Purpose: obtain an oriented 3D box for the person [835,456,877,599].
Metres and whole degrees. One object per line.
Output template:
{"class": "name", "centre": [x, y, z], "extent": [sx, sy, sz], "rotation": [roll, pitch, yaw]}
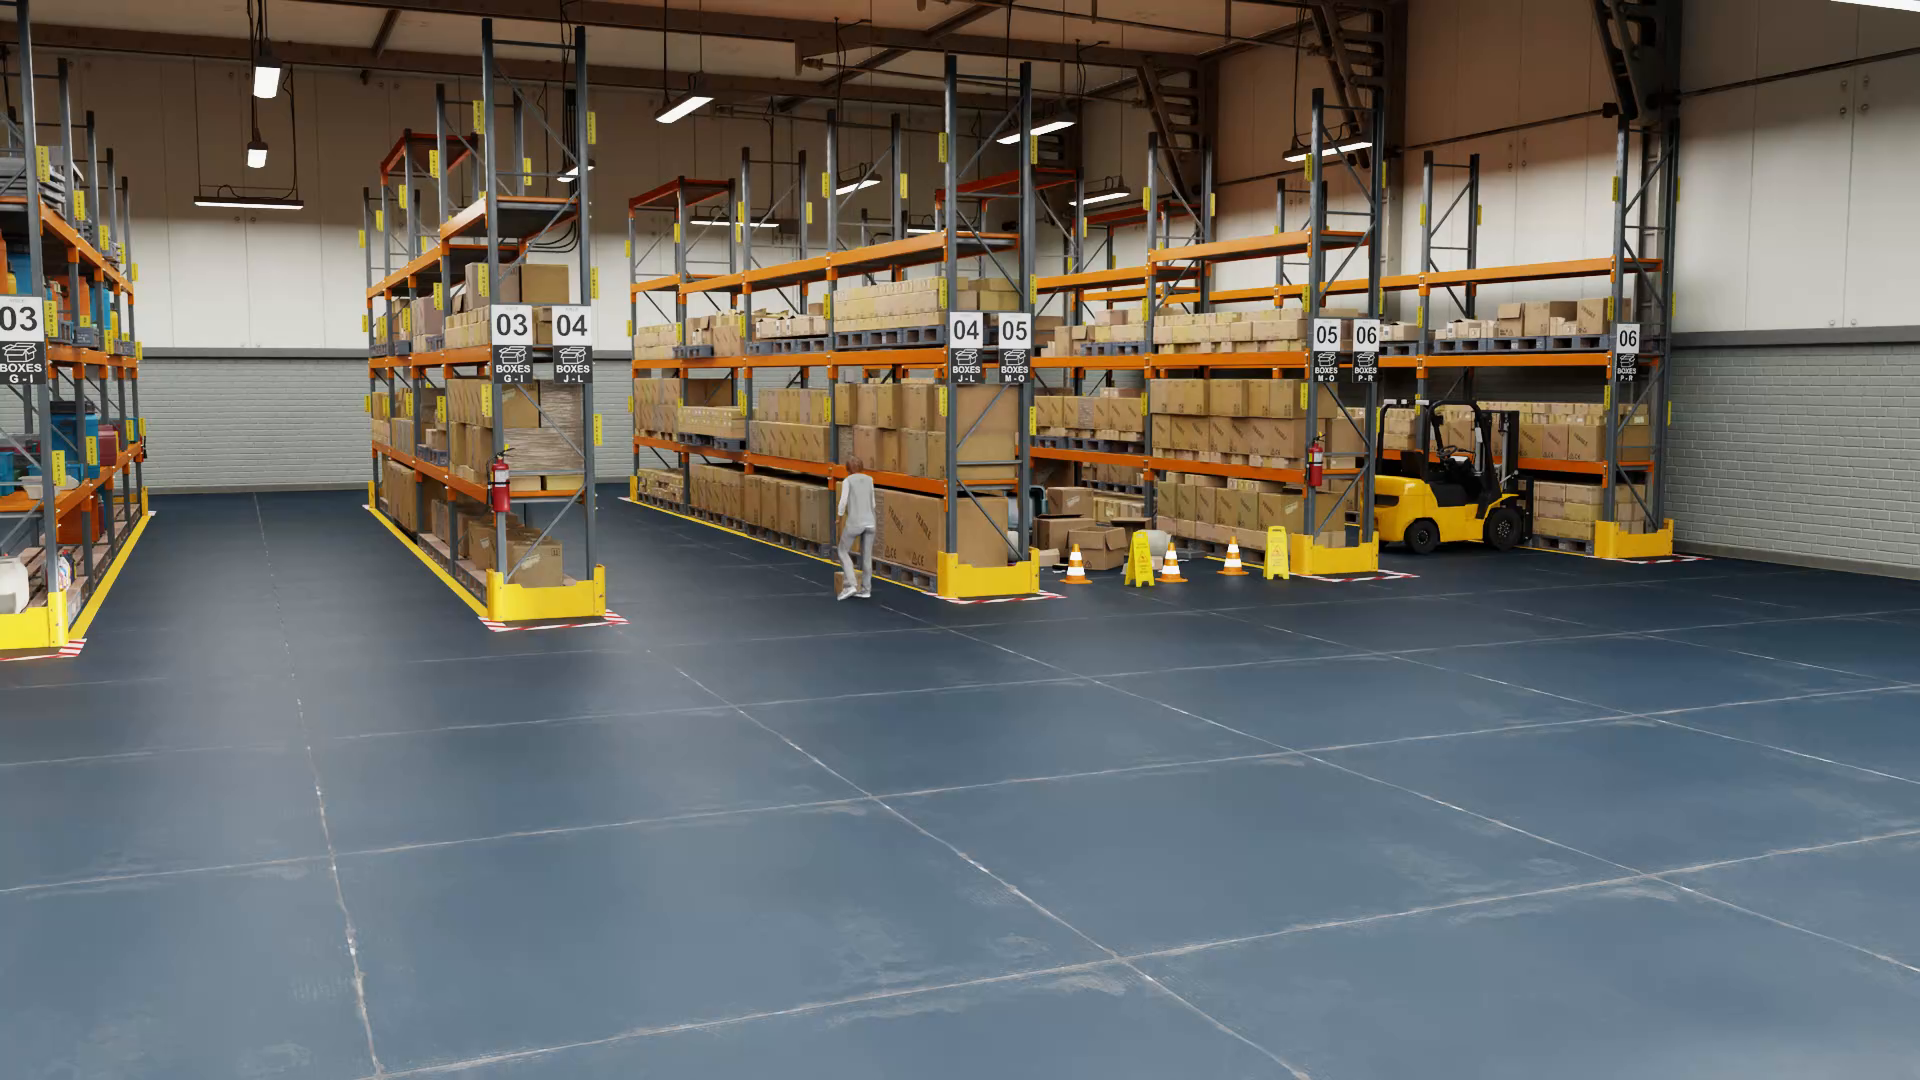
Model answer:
{"class": "person", "centre": [-1.164, -0.073, 18.584], "extent": [0.436, 1.458, 0.511], "rotation": [-3, 6, -30]}
